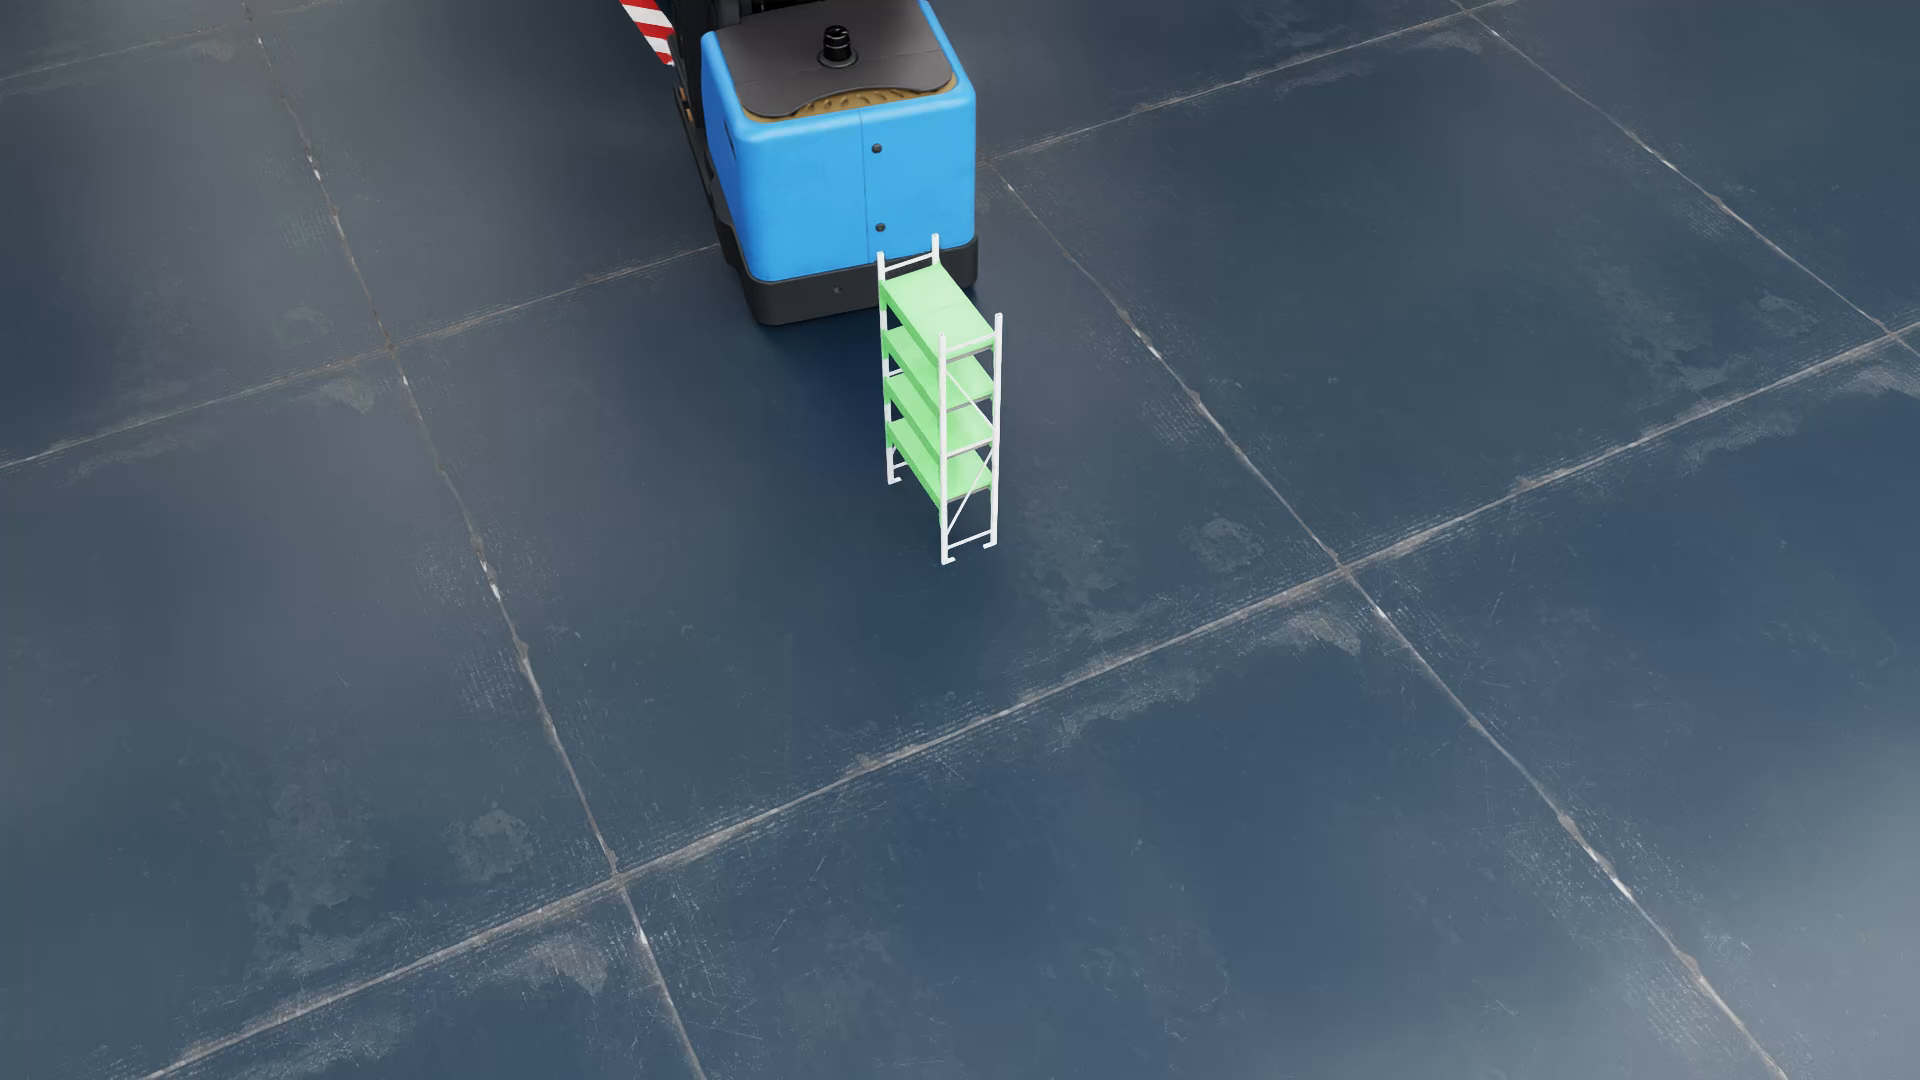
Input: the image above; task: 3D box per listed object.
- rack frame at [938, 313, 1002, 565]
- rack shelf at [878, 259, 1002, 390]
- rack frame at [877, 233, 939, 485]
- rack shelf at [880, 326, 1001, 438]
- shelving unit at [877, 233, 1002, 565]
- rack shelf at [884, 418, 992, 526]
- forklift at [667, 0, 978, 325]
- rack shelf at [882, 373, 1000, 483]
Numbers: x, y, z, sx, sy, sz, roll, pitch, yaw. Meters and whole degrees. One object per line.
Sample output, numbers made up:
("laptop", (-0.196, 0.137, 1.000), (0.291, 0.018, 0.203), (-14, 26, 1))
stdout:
("rack frame", (0.036, -0.342, 6.145), (0.240, 1.200, 0.015), (-21, 52, -18))
("rack shelf", (-0.076, -0.780, 5.975), (0.258, 0.148, 0.480), (-21, 52, -18))
("rack frame", (-0.187, -0.669, 6.431), (0.240, 1.200, 0.015), (-21, 52, -18))
("rack shelf", (-0.076, -0.622, 6.155), (0.258, 0.148, 0.480), (-21, 52, -18))
("shelving unit", (-0.076, -0.506, 6.288), (0.258, 1.200, 0.503), (-21, 52, -18))
("rack shelf", (-0.076, -0.306, 6.517), (0.258, 0.148, 0.480), (-21, 52, -18))
("forklift", (-0.829, -3.055, 7.367), (1.130, 2.935, 3.031), (-13, 50, -11))
("rack shelf", (-0.076, -0.464, 6.336), (0.258, 0.148, 0.480), (-21, 52, -18))
